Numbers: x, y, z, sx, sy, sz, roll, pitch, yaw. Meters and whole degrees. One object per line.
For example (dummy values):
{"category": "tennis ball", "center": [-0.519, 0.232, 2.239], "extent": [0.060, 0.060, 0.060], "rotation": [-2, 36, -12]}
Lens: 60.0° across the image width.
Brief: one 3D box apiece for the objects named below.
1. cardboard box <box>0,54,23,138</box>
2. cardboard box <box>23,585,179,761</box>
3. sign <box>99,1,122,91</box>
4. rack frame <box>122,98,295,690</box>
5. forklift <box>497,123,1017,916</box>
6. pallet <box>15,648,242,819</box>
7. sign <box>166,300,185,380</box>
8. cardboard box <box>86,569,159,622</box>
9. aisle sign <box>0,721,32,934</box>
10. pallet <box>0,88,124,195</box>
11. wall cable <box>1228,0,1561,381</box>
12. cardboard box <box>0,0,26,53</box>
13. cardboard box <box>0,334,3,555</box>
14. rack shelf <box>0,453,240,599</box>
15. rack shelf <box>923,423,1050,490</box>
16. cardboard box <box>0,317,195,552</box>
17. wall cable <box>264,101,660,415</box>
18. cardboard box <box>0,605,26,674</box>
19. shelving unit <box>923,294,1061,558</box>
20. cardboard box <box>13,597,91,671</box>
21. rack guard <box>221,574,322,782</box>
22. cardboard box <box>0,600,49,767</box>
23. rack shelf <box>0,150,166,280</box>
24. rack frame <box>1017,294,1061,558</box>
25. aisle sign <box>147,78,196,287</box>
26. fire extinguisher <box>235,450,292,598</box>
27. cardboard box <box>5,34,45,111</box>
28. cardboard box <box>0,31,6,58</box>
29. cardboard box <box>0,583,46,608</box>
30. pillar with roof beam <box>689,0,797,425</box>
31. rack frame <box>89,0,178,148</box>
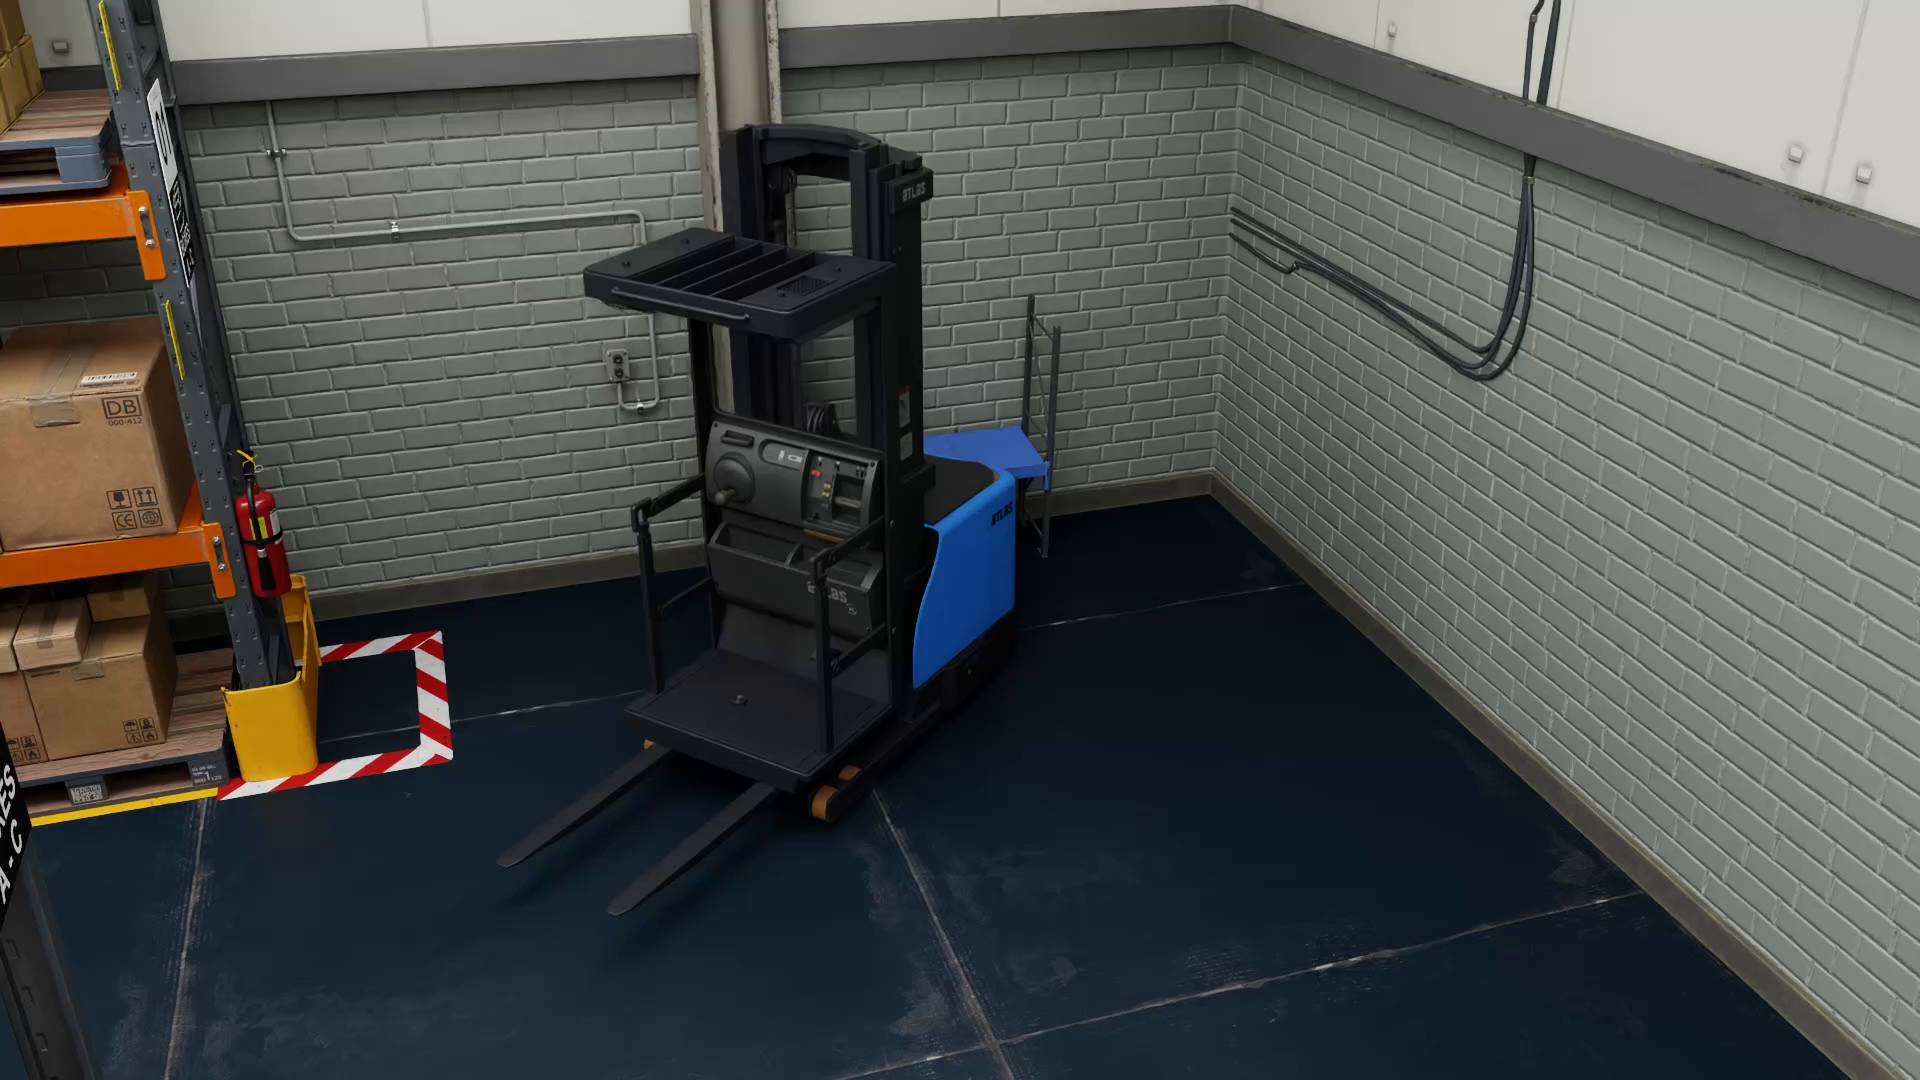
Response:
{"category": "cardboard box", "center": [-4.073, -1.744, 6.601], "extent": [0.500, 0.250, 0.500], "rotation": [-7, 27, -15]}
{"category": "cardboard box", "center": [-4.093, 0.622, 7.962], "extent": [0.500, 0.500, 0.700], "rotation": [-8, 28, -16]}
{"category": "sign", "center": [-3.304, -1.921, 6.467], "extent": [0.005, 0.325, 0.100], "rotation": [-8, 28, -16]}
{"category": "rack frame", "center": [-3.459, -0.448, 7.779], "extent": [0.127, 3.000, 1.000], "rotation": [-8, 28, -16]}
{"category": "forklift", "center": [-0.886, -0.252, 7.462], "extent": [1.130, 2.935, 3.031], "rotation": [15, 30, 27]}
{"category": "pallet", "center": [-4.195, 0.944, 8.111], "extent": [1.213, 0.211, 1.003], "rotation": [-8, 28, -16]}
{"category": "sign", "center": [-3.304, -0.841, 7.003], "extent": [0.005, 0.325, 0.100], "rotation": [-8, 28, -16]}
{"category": "cardboard box", "center": [-4.036, 0.230, 8.023], "extent": [0.250, 0.149, 0.380], "rotation": [-8, 28, -16]}
{"category": "aisle sign", "center": [-1.947, 0.348, 3.252], "extent": [0.004, 0.787, 0.394], "rotation": [-8, 28, -16]}
{"category": "pallet", "center": [-4.161, -1.645, 6.917], "extent": [1.213, 0.211, 1.003], "rotation": [-8, 28, -16]}
{"category": "wall cable", "center": [2.030, -2.372, 8.400], "extent": [0.112, 2.526, 3.097], "rotation": [-8, 28, -16]}
{"category": "cardboard box", "center": [-4.228, -2.295, 6.866], "extent": [0.500, 0.500, 0.500], "rotation": [-9, 28, -18]}
{"category": "cardboard box", "center": [-4.629, -0.403, 7.351], "extent": [0.700, 0.700, 0.980], "rotation": [-8, 28, -17]}
{"category": "rack shelf", "center": [-5.360, 0.150, 7.384], "extent": [4.000, 0.370, 1.077], "rotation": [-8, 28, -16]}
{"category": "rack shelf", "center": [-0.030, -0.442, 9.811], "extent": [1.000, 0.185, 0.538], "rotation": [-7, 32, -15]}
{"category": "cardboard box", "center": [-3.941, -0.508, 7.562], "extent": [0.700, 0.700, 0.980], "rotation": [-7, 27, -14]}
{"category": "wall cable", "center": [-2.534, -1.479, 8.714], "extent": [1.851, 1.984, 0.084], "rotation": [-8, 28, -16]}
{"category": "cardboard box", "center": [-4.402, 0.462, 7.556], "extent": [0.250, 0.149, 0.380], "rotation": [-7, 27, -15]}
{"category": "shelving unit", "center": [-0.026, -0.596, 9.719], "extent": [1.048, 1.500, 0.538], "rotation": [-7, 32, -15]}
{"category": "cardboard box", "center": [-4.159, 0.426, 7.627], "extent": [0.250, 0.149, 0.380], "rotation": [-9, 28, -17]}
{"category": "rack guard", "center": [-3.436, 0.668, 8.342], "extent": [0.348, 0.500, 1.175], "rotation": [-8, 28, -16]}
{"category": "cardboard box", "center": [-4.569, 0.691, 7.823], "extent": [0.500, 0.500, 0.700], "rotation": [-8, 28, -16]}
{"category": "rack shelf", "center": [-5.360, -1.194, 6.717], "extent": [4.000, 0.370, 1.077], "rotation": [-8, 28, -16]}
{"category": "rack frame", "center": [0.462, -0.660, 9.848], "extent": [0.032, 1.500, 0.500], "rotation": [-7, 32, -15]}
{"category": "aisle sign", "center": [-3.297, -1.495, 6.965], "extent": [0.004, 0.787, 0.394], "rotation": [-8, 28, -16]}
{"category": "fire extinguisher", "center": [-3.172, -0.072, 7.528], "extent": [0.183, 0.674, 0.296], "rotation": [-8, 28, -16]}
{"category": "cardboard box", "center": [-4.229, -1.960, 7.036], "extent": [0.500, 0.250, 0.500], "rotation": [-7, 27, -13]}
{"category": "cardboard box", "center": [-4.070, -2.077, 6.428], "extent": [0.500, 0.500, 0.500], "rotation": [-8, 28, -16]}
{"category": "cardboard box", "center": [-4.518, 0.300, 7.882], "extent": [0.250, 0.149, 0.380], "rotation": [-8, 28, -16]}
{"category": "pillar with roof beam", "center": [0.174, -2.052, 4.264], "extent": [0.400, 9.000, 9.100], "rotation": [-8, 28, -16]}
{"category": "rack frame", "center": [-3.459, -3.135, 6.445], "extent": [0.127, 3.000, 1.000], "rotation": [-8, 28, -16]}
